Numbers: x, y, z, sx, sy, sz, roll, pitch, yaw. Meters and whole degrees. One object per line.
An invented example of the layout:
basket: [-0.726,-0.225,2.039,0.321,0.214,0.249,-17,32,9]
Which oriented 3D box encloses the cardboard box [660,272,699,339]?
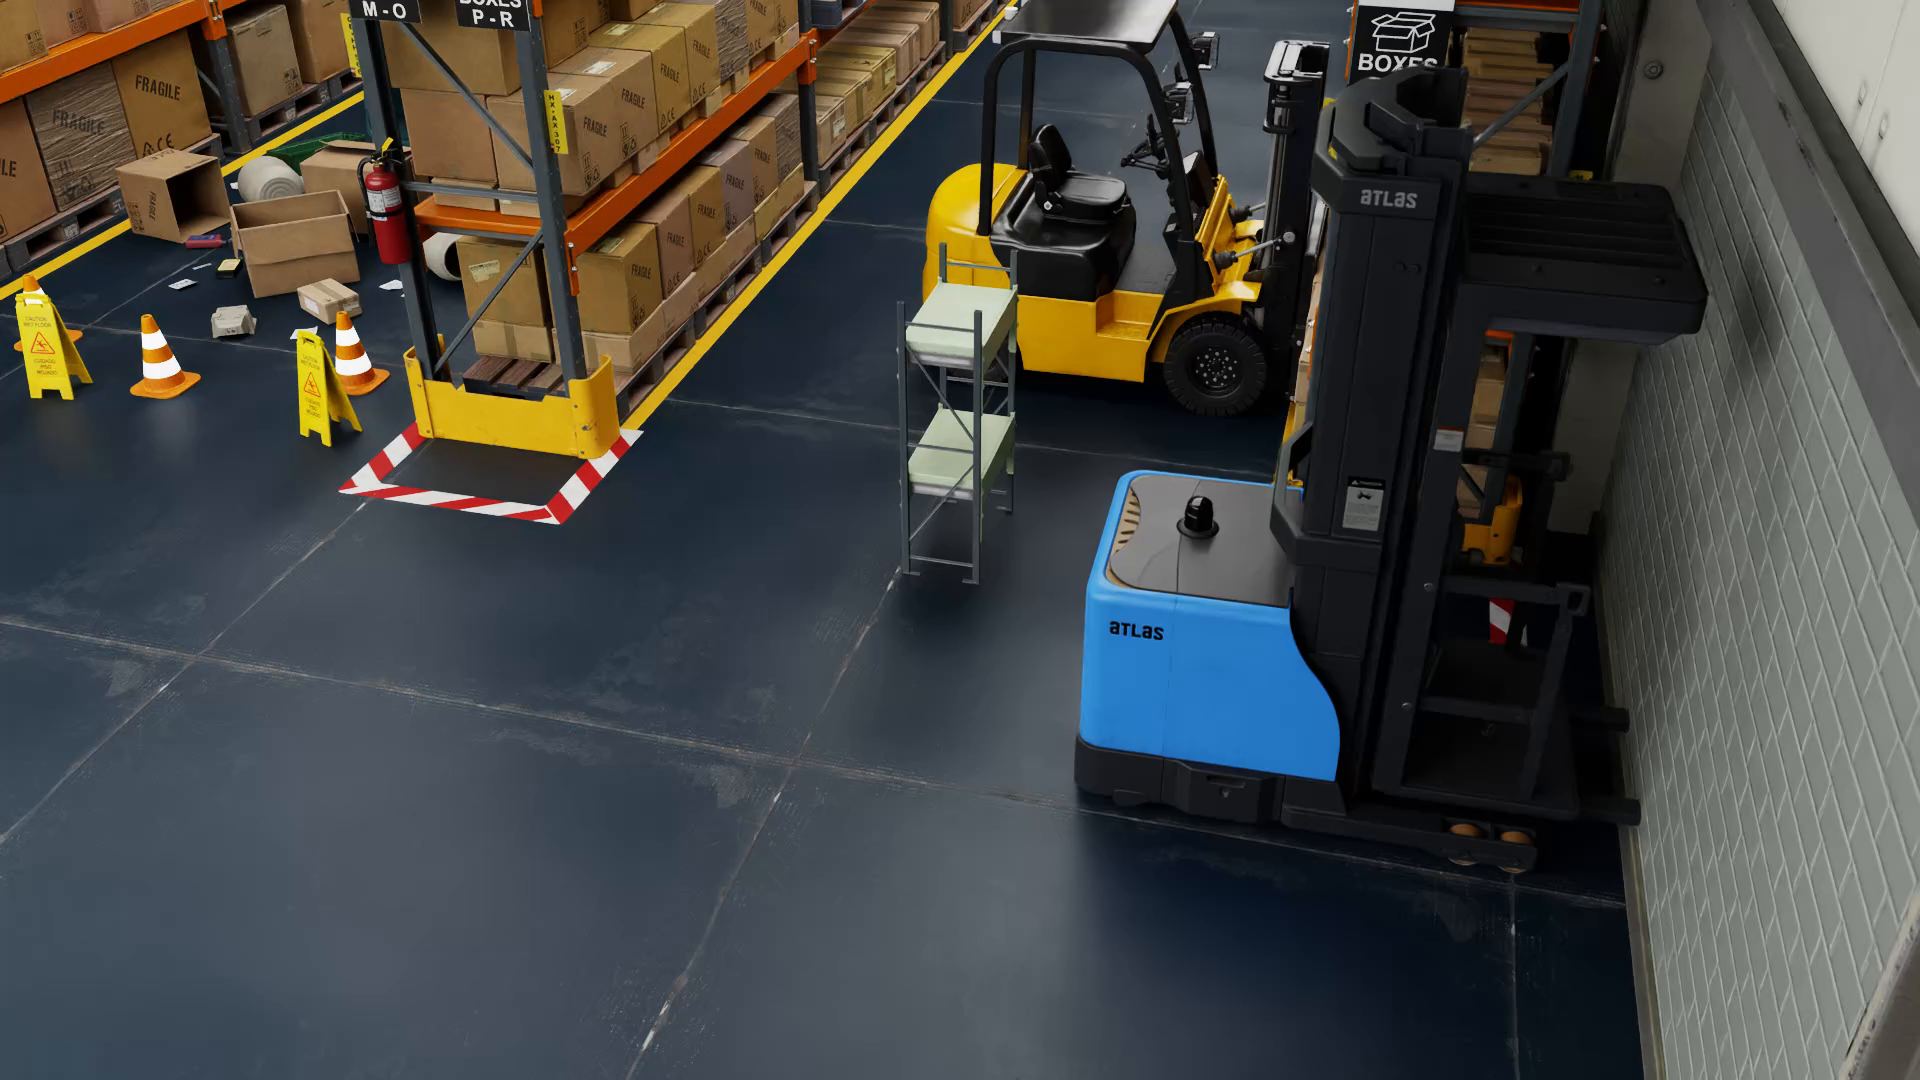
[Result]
cardboard box: [-1.986,-1.508,10.498,0.500,0.250,0.500,9,34,14]

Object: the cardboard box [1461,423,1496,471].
cardboard box: [2.527,-0.616,8.629,0.500,0.250,0.500,9,33,13]

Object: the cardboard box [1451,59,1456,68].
cardboard box: [3.119,-2.497,9.788,0.500,0.500,0.500,7,33,11]

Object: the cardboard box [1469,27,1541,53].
cardboard box: [3.077,-2.823,9.419,0.380,0.149,0.250,8,33,12]

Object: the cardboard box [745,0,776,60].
cardboard box: [-1.577,-3.557,11.179,0.500,0.500,0.500,9,34,14]

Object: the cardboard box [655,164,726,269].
cardboard box: [-1.854,-2.104,10.736,0.500,0.500,0.500,9,33,13]

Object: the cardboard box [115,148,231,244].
cardboard box: [-5.795,-2.544,12.284,0.500,0.500,0.500,14,35,21]

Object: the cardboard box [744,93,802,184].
cardboard box: [-1.471,-2.912,12.007,0.500,0.500,0.500,8,33,12]

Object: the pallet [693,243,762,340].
pallet: [-2.024,-1.757,11.317,1.003,0.211,1.213,8,33,12]

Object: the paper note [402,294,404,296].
paper note: [-3.789,-1.696,11.408,0.032,0.001,0.123,8,33,12]

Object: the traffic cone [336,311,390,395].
traffic cone: [-3.734,-1.175,10.166,0.336,0.463,0.334,8,33,12]

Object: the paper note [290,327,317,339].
paper note: [-4.281,-1.355,10.853,0.148,0.019,0.142,-3,33,-4]

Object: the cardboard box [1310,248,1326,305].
cardboard box: [2.264,-1.422,9.430,0.500,0.250,0.500,8,33,13]

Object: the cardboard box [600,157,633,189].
cardboard box: [-2.113,-2.148,9.567,0.380,0.149,0.250,7,33,11]

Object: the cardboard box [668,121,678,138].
cardboard box: [-1.962,-2.558,10.211,0.380,0.149,0.250,9,34,14]

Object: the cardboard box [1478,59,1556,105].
cardboard box: [2.933,-2.419,8.784,0.380,0.149,0.250,7,33,11]

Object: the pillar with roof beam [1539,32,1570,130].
pillar with roof beam: [0.614,-7.643,12.384,9.100,9.000,0.400,8,33,12]

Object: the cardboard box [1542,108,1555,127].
cardboard box: [2.874,-2.147,8.633,0.380,0.149,0.250,8,33,13]

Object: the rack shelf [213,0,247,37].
rack shelf: [-5.886,-5.278,14.927,1.077,0.370,4.000,8,33,12]

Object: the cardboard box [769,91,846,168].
cardboard box: [-1.450,-3.263,13.145,0.950,0.372,0.625,8,33,13]

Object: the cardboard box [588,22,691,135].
cardboard box: [-1.951,-2.756,9.919,0.500,0.500,0.500,7,33,11]

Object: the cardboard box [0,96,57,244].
cardboard box: [-7.080,-2.566,11.580,0.875,0.875,0.875,8,33,12]

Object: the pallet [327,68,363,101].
pallet: [-5.963,-4.413,15.494,1.003,0.211,1.213,8,33,12]

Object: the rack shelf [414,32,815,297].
rack shelf: [-2.088,-2.581,10.684,1.077,0.370,4.000,8,33,12]

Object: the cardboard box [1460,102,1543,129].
cardboard box: [2.651,-2.029,8.171,0.380,0.149,0.250,9,33,13]

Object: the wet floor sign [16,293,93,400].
wet floor sign: [-5.501,-1.190,10.020,0.267,0.644,0.232,3,33,4]

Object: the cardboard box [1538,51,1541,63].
cardboard box: [3.255,-2.952,9.900,0.380,0.149,0.250,8,33,13]

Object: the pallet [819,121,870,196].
pallet: [-1.384,-3.150,13.507,1.003,0.211,1.213,8,33,12]

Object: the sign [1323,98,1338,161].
sign: [1.685,-1.842,7.552,0.100,0.325,0.005,8,33,12]

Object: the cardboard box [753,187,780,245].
cardboard box: [-1.596,-2.318,11.772,0.500,0.250,0.500,7,33,11]

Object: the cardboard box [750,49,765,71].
cardboard box: [-1.565,-3.353,11.462,0.380,0.149,0.250,8,33,13]

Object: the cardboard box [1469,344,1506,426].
cardboard box: [2.512,-0.835,8.507,0.500,0.250,0.500,8,33,12]

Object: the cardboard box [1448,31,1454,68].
cardboard box: [2.558,-2.754,9.310,0.380,0.149,0.250,8,33,13]

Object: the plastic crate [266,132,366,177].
plastic crate: [-5.171,-3.113,13.418,0.662,0.188,0.450,-28,32,-37]

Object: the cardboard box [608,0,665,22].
cardboard box: [-2.250,-3.511,10.175,0.700,0.500,0.500,8,33,12]

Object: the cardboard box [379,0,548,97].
cardboard box: [-2.677,-2.731,8.947,0.700,0.500,0.500,7,33,11]

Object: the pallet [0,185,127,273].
pallet: [-6.970,-2.348,12.246,1.003,0.211,1.213,8,33,12]

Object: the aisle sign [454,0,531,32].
aisle sign: [-2.311,-2.869,8.044,0.394,0.787,0.004,8,33,12]

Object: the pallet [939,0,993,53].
pallet: [-0.292,-5.220,16.764,1.003,0.211,1.213,8,33,12]

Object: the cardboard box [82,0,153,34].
cardboard box: [-6.594,-4.125,12.303,0.875,0.550,0.550,8,33,12]

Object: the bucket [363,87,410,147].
bucket: [-4.198,-3.419,12.967,0.726,0.611,0.620,20,28,29]

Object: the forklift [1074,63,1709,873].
forklift: [2.055,-0.220,6.364,3.031,2.935,1.130,7,33,11]

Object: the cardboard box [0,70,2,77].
cardboard box: [-6.977,-3.292,10.992,0.875,0.550,0.550,8,33,12]

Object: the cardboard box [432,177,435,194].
cardboard box: [-3.863,-2.638,12.652,0.258,0.266,0.396,-14,35,-21]

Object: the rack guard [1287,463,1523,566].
rack guard: [2.201,-0.105,8.449,1.175,0.500,0.348,8,33,12]

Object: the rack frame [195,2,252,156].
rack frame: [-6.394,-4.544,13.101,1.000,3.000,0.127,8,33,12]

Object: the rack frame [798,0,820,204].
rack frame: [-1.580,-3.922,12.124,1.000,3.000,0.127,8,33,12]

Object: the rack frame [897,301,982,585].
rack frame: [-0.095,-0.440,8.043,0.400,1.500,0.023,8,33,12]

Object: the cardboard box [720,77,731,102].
cardboard box: [-1.716,-2.951,10.831,0.380,0.149,0.250,7,33,12]

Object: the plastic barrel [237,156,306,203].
plastic barrel: [-5.198,-2.659,12.538,0.421,0.421,0.512,-21,38,-29]

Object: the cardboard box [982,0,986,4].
cardboard box: [-0.079,-6.088,17.119,0.875,0.875,0.875,8,33,13]

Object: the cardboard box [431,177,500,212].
cardboard box: [-2.707,-1.964,9.277,0.380,0.149,0.250,9,34,14]

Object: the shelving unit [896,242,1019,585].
shelving unit: [-0.002,-0.629,8.342,0.431,1.500,0.755,8,33,12]

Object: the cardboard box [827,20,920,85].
cardboard box: [-0.898,-4.390,14.918,0.950,0.372,0.625,7,33,11]
